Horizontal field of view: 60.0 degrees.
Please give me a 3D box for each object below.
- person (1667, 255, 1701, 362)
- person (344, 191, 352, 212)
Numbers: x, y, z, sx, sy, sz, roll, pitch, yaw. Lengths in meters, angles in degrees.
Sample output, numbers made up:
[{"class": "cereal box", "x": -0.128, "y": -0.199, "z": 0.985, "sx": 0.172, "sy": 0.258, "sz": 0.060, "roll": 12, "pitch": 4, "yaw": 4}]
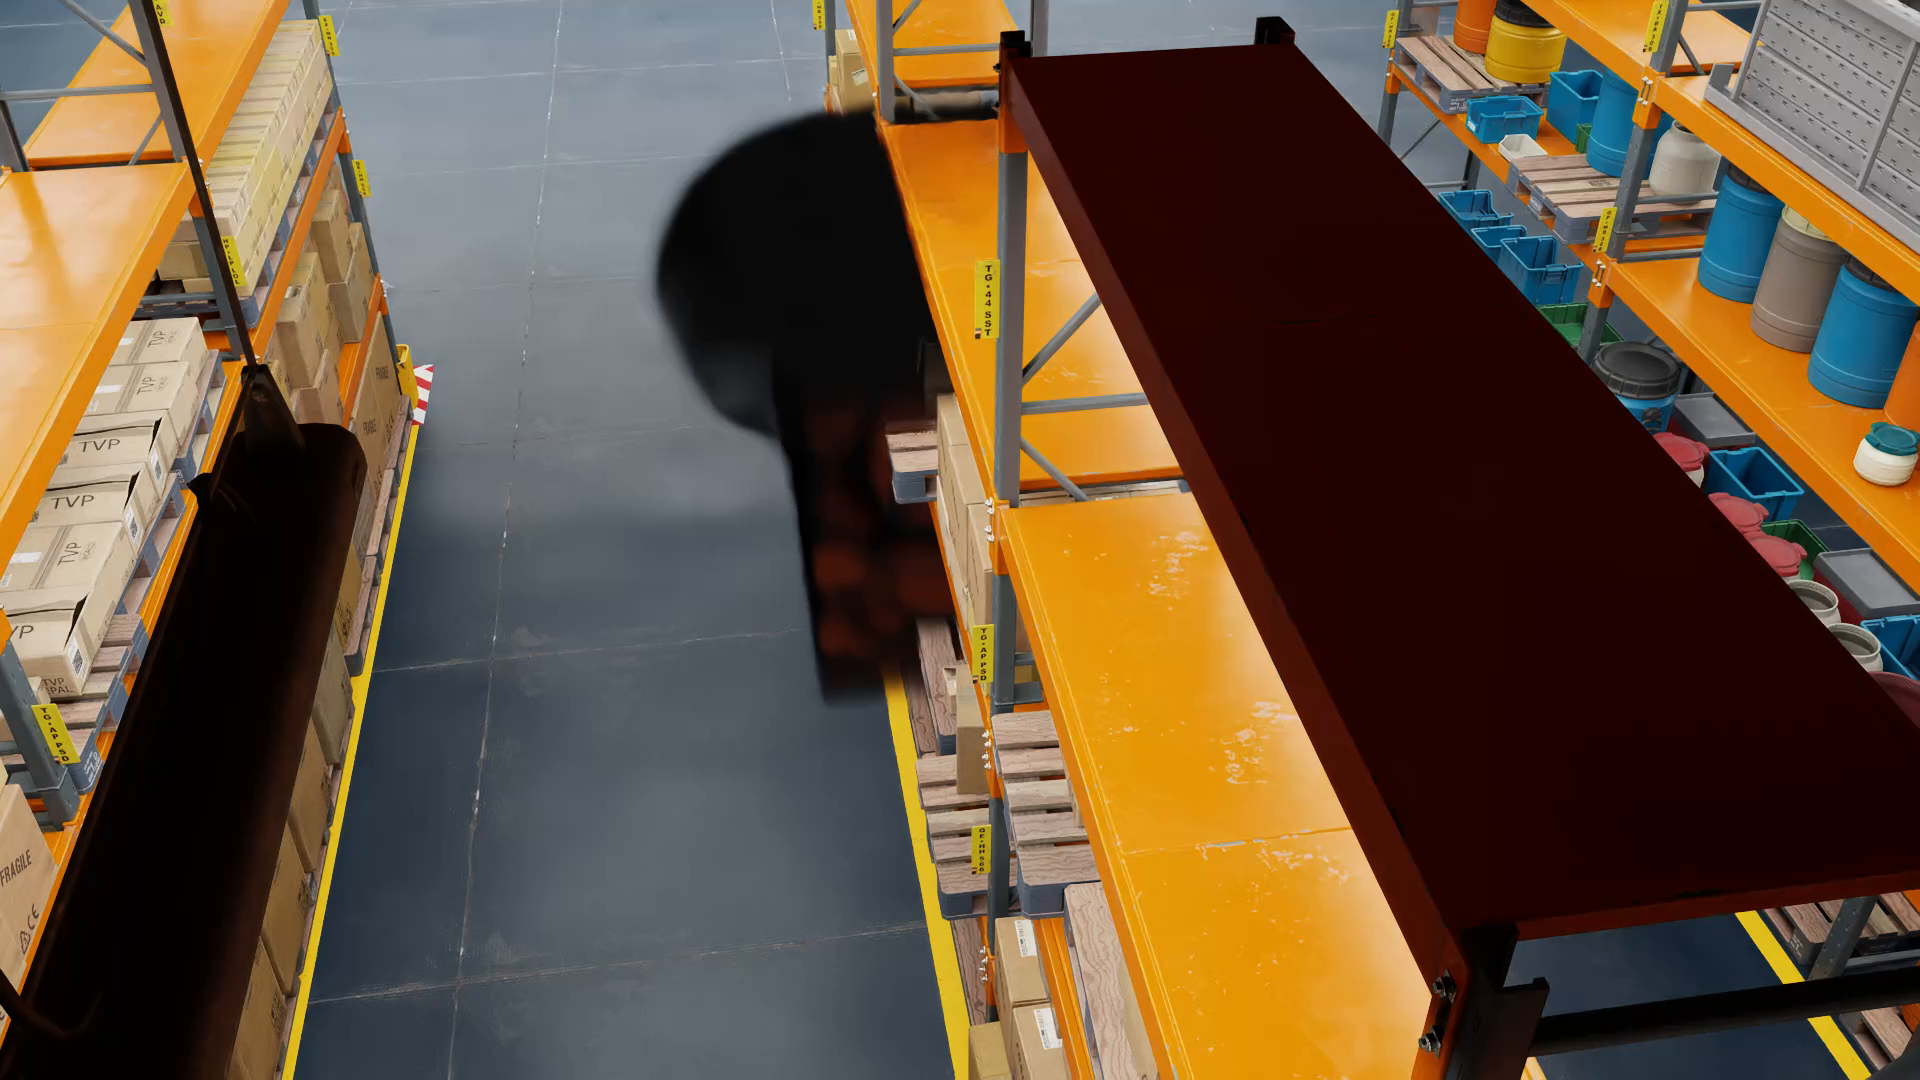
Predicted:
[{"class": "person", "x": 6.721, "y": -2.408, "z": 15.508, "sx": 0.776, "sy": 1.475, "sz": 0.599, "roll": 19, "pitch": 41, "yaw": 24}, {"class": "person", "x": -6.426, "y": -3.332, "z": 16.689, "sx": 0.552, "sy": 1.546, "sz": 0.595, "roll": -21, "pitch": 41, "yaw": -26}]
